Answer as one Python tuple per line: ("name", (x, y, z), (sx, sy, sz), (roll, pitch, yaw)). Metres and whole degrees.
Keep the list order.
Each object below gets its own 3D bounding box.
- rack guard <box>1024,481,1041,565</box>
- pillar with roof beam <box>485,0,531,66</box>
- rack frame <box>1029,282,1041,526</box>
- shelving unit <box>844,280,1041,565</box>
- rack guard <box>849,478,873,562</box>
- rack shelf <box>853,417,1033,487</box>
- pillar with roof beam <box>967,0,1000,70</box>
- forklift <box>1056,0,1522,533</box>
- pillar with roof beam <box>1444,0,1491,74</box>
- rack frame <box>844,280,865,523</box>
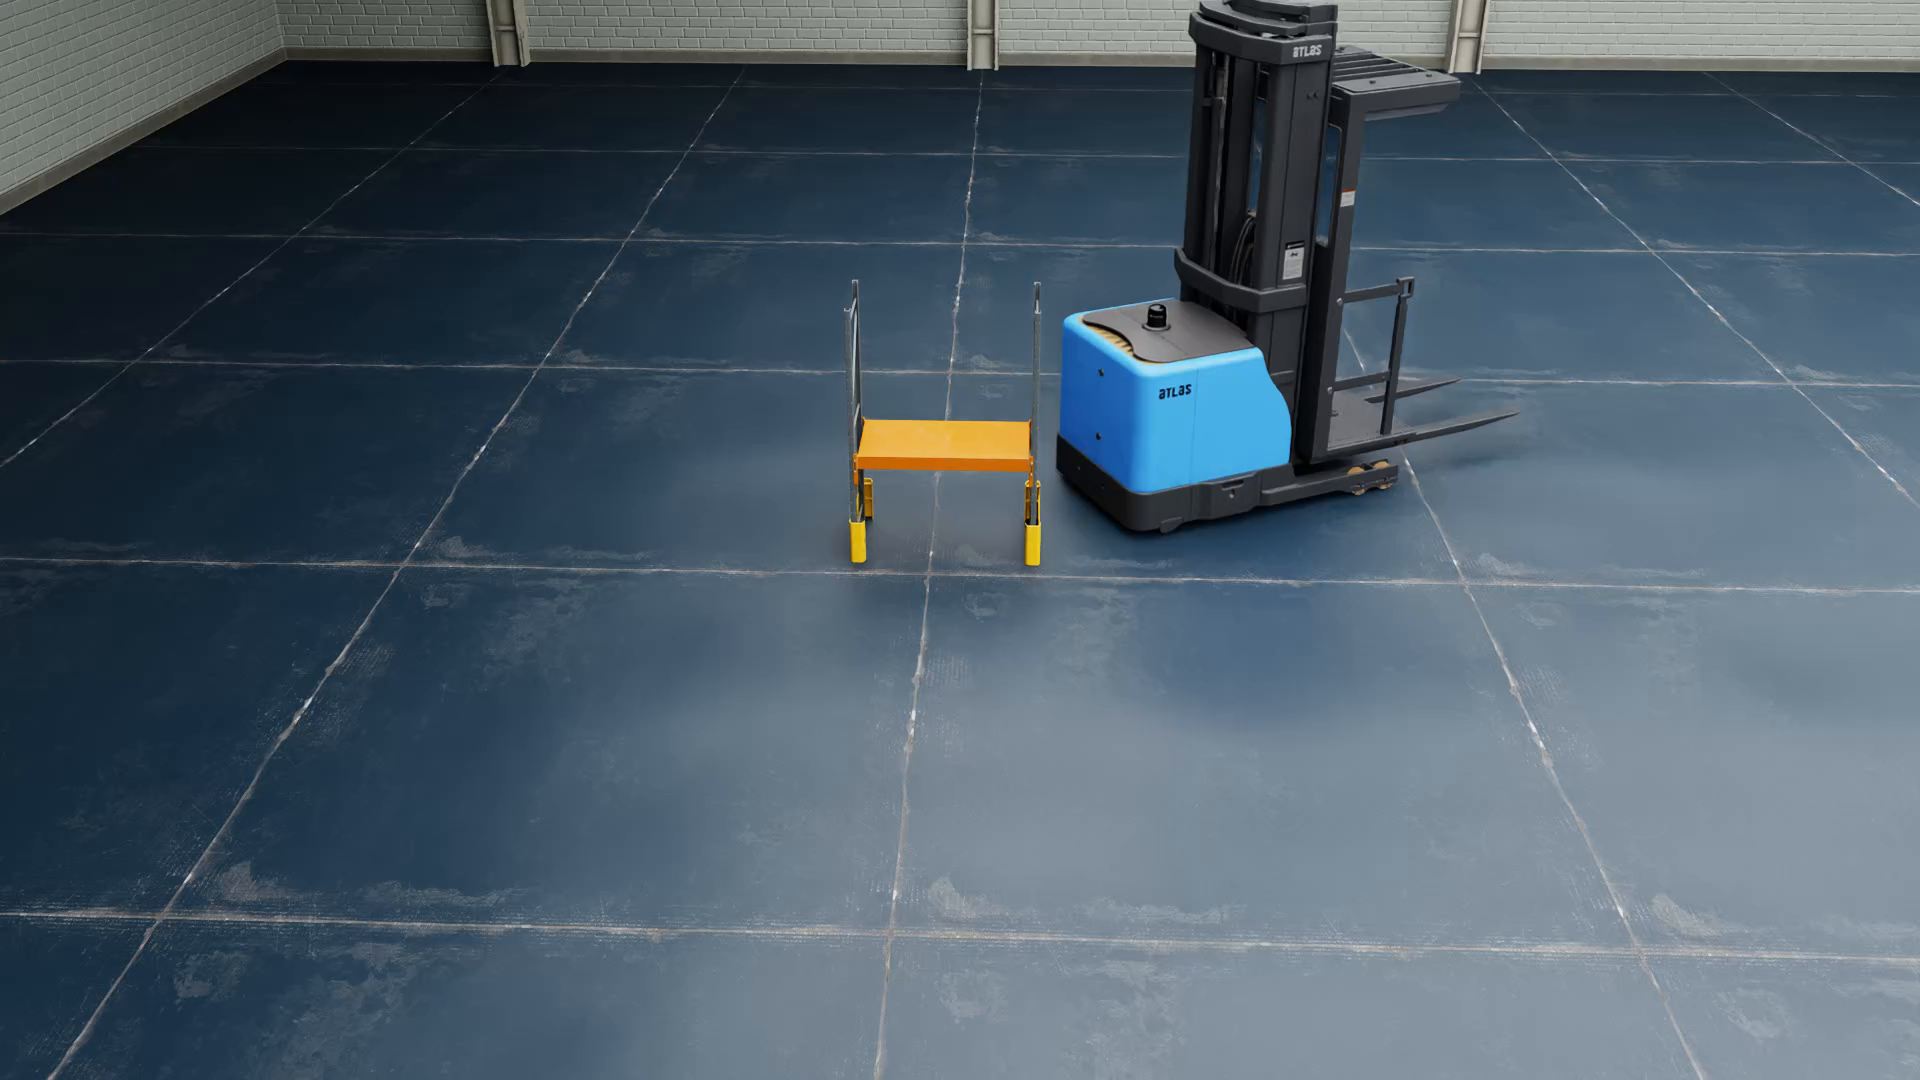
("rack guard", (0.422, -0.103, 9.678), (0.087, 0.250, 0.587), (1, 28, 2))
("pillar with roof beam", (-5.858, -8.036, 15.301), (0.400, 9.000, 9.100), (1, 28, 2))
("rack frame", (0.423, -0.656, 9.386), (0.032, 1.500, 0.500), (1, 28, 2))
("shelving unit", (-0.076, -0.664, 9.401), (1.083, 1.500, 0.587), (1, 28, 2))
("rack guard", (-0.574, -0.120, 9.709), (0.087, 0.250, 0.587), (1, 28, 2))
("rack shelf", (-0.085, -0.505, 9.486), (1.000, 0.185, 0.538), (1, 28, 2))
("pillar with roof beam", (0.138, -7.937, 15.114), (0.400, 9.000, 9.100), (1, 28, 2))
("forklift", (2.164, -1.787, 9.991), (3.031, 2.935, 1.130), (-12, 30, -22))
("pillar with roof beam", (6.134, -7.837, 14.927), (0.400, 9.000, 9.100), (1, 28, 2))
("rack frame", (-0.593, -0.672, 9.417), (0.032, 1.500, 0.500), (1, 28, 2))
